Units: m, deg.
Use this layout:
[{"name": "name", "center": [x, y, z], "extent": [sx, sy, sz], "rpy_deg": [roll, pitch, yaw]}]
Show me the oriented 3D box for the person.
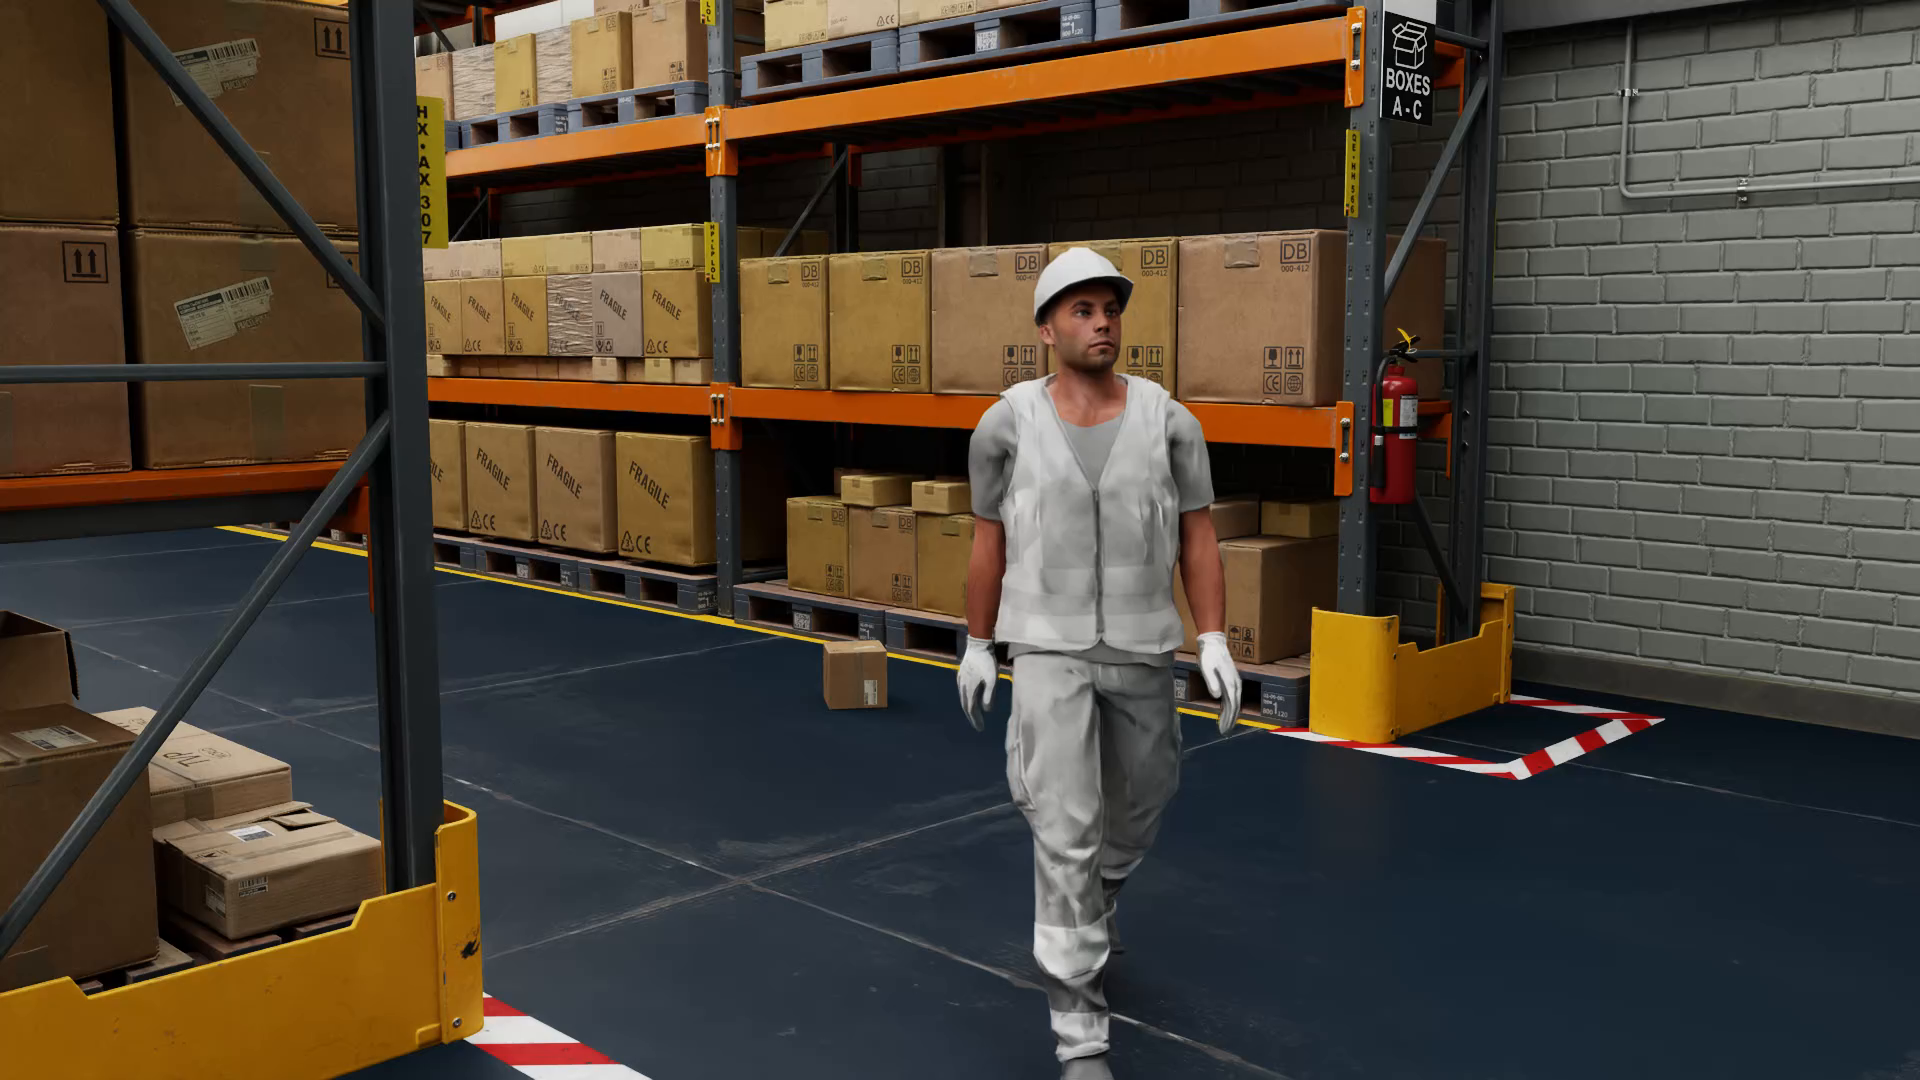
[{"name": "person", "center": [0.300, 0.249, 3.633], "extent": [0.581, 1.754, 1.012], "rpy_deg": [-1, 7, -7]}]
